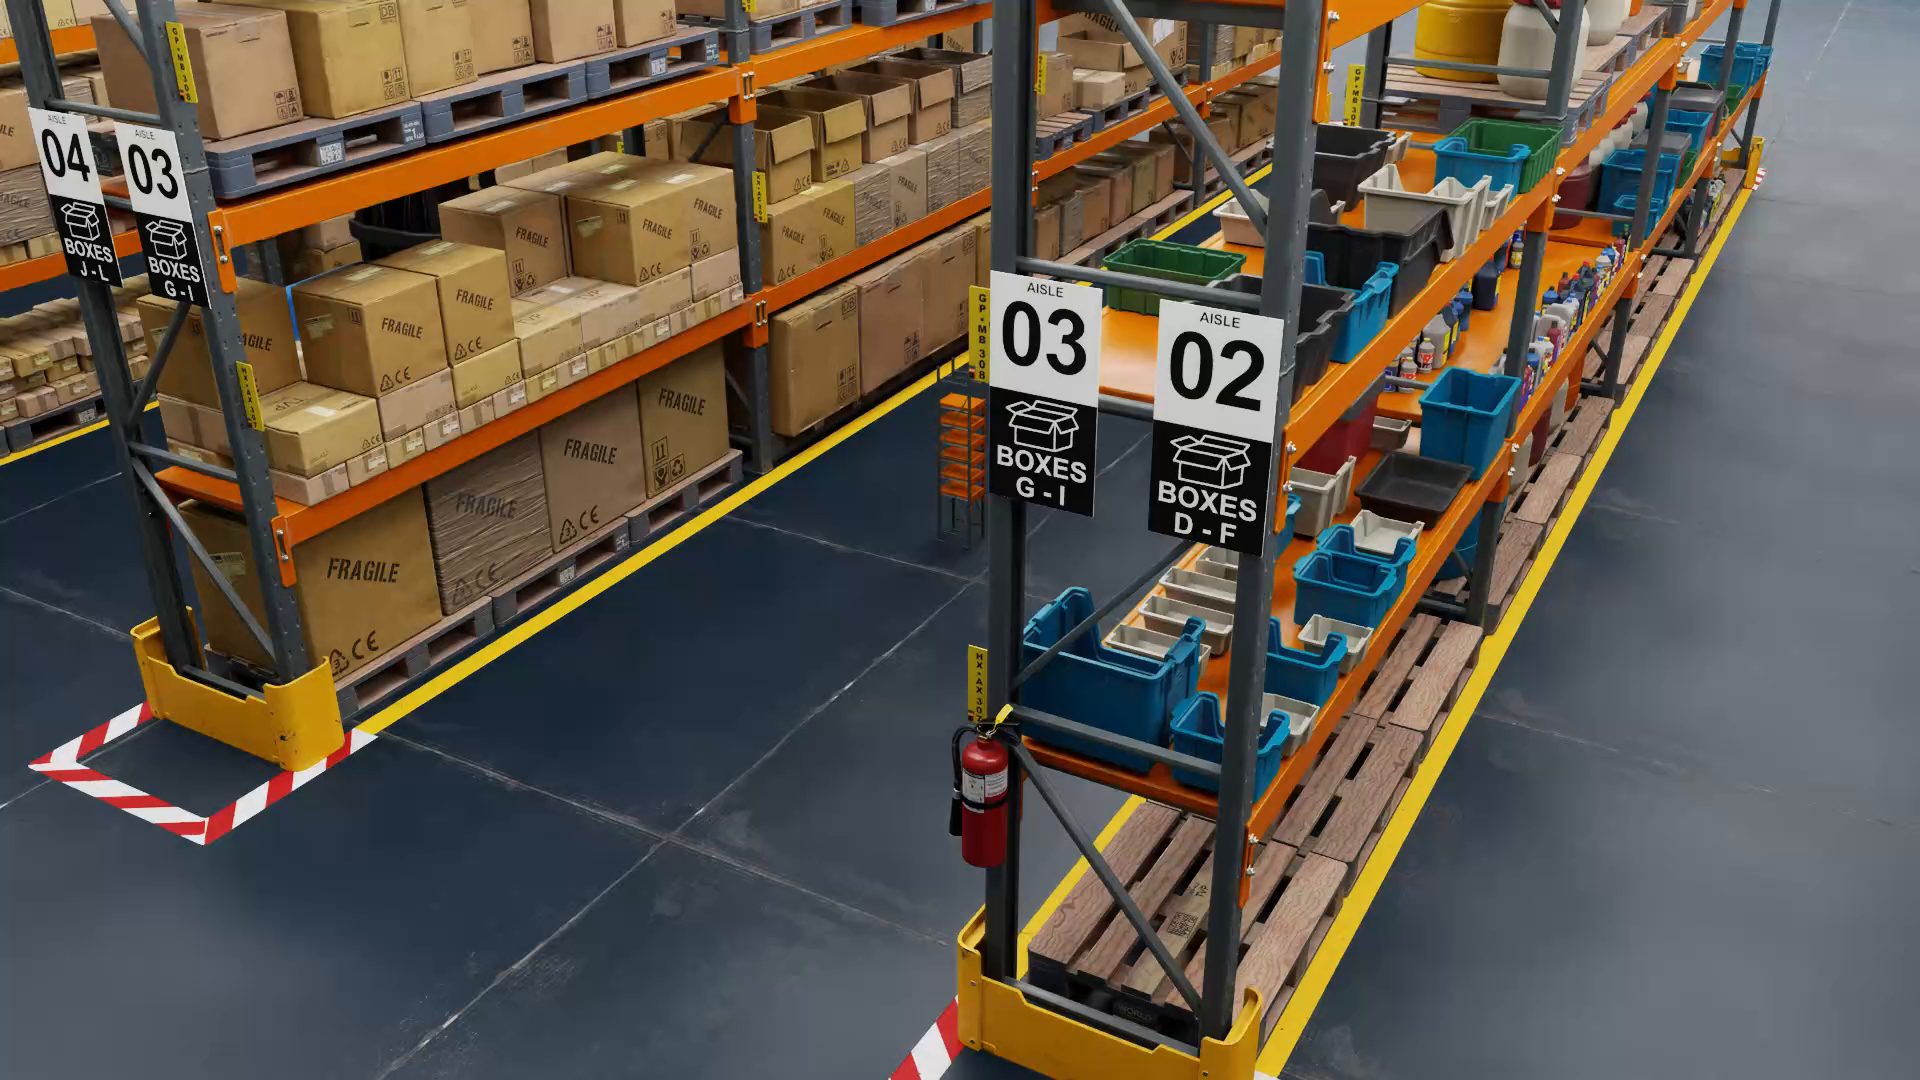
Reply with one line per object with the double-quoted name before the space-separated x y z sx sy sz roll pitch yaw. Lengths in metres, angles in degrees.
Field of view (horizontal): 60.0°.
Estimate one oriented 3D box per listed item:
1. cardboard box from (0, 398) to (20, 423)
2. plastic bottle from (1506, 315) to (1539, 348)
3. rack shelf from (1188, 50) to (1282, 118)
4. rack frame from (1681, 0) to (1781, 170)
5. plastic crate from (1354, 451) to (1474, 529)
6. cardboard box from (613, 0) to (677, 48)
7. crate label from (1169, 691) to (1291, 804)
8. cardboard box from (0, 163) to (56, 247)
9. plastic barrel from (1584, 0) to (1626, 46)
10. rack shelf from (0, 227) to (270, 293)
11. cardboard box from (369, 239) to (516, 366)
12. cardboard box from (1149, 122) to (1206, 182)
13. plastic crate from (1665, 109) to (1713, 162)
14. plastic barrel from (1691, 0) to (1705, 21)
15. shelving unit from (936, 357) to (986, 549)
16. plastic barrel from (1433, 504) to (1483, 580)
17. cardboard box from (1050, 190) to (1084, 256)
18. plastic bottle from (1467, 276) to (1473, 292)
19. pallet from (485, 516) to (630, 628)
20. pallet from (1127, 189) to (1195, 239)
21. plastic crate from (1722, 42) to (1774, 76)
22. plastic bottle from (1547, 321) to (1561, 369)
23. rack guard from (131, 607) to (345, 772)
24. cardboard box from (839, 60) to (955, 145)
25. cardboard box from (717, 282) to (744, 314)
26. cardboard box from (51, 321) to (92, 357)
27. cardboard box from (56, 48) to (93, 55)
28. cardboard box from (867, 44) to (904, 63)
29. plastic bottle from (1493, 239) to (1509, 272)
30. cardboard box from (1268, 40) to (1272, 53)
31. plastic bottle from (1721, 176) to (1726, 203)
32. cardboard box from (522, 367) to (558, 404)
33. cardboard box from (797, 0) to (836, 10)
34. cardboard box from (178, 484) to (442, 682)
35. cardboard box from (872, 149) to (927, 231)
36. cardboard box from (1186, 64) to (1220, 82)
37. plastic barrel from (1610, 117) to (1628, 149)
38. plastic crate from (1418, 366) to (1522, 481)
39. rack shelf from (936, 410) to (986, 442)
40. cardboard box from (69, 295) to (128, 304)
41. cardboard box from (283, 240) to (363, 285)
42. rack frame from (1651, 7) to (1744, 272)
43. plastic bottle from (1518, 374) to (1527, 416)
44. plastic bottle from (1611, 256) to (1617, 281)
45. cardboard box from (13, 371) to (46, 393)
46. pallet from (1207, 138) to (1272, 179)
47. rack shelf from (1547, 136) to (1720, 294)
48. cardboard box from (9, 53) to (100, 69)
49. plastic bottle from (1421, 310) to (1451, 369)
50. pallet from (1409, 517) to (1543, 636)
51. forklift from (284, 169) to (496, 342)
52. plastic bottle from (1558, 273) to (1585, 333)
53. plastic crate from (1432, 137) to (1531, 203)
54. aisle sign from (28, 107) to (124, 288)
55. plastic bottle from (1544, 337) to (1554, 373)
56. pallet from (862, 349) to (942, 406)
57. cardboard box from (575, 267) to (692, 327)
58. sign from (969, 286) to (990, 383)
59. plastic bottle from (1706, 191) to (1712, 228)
"cardboard box" -7.046 -0.955 12.022 0.380 0.149 0.250 14 30 26
"plastic bottle" 3.412 -1.266 10.066 0.152 0.276 0.135 14 30 26
"rack shelf" 3.136 -5.497 19.183 1.077 0.370 4.000 14 30 26
"rack frame" 8.432 -5.507 18.400 1.000 3.000 0.127 14 30 26
"plastic crate" 2.212 -0.239 8.116 0.437 0.125 0.590 14 30 26
"cardboard box" -2.116 -3.221 9.791 0.700 0.500 0.500 12 29 23
"crate label" 0.969 0.753 6.015 0.416 0.233 0.303 14 30 26
"cardboard box" -6.820 -2.388 11.725 0.500 0.500 0.500 13 30 25
"plastic barrel" 3.756 -3.255 9.930 0.433 0.535 0.433 0 27 0
"rack shelf" -7.036 -1.952 12.101 1.077 0.370 4.000 14 30 26
"cardboard box" -2.784 -1.289 8.972 0.500 0.500 0.500 13 30 25
"cardboard box" 2.384 -4.256 18.224 0.500 0.500 0.500 13 29 25
"plastic crate" 6.193 -3.443 14.294 0.392 0.384 0.575 14 30 26
"plastic barrel" 5.090 -4.227 11.932 0.600 0.901 0.600 0 27 0
"shelving unit" 0.007 -0.542 10.493 0.258 1.200 0.189 14 30 26
"plastic barrel" 2.812 -0.288 9.850 0.600 0.901 0.708 14 30 26
"cardboard box" 0.759 -3.043 15.780 0.700 0.500 0.500 12 29 22
"plastic bottle" 3.238 -1.668 10.786 0.144 0.351 0.185 14 30 26
"pallet" -2.825 0.082 10.350 1.003 0.211 1.213 14 30 26
"pallet" 1.771 -3.488 17.482 1.003 0.211 1.213 14 30 26
"plastic crate" 8.447 -5.180 17.912 0.499 0.251 0.616 14 30 26
"plastic bottle" 3.518 -1.173 9.873 0.061 0.283 0.133 14 30 26
"rack guard" -3.763 0.765 8.663 1.175 0.500 0.348 14 30 26
"cardboard box" -0.512 -3.438 13.036 0.797 0.503 0.637 15 30 27
"cardboard box" -1.648 -1.618 10.911 0.380 0.149 0.250 14 30 26
"cardboard box" -6.578 -1.511 12.469 0.380 0.149 0.250 13 29 24
"cardboard box" -9.199 -4.967 16.930 0.500 0.250 0.500 13 29 25
"cardboard box" -1.306 -5.990 21.269 0.875 0.875 0.875 14 30 26
"plastic bottle" 3.747 -2.001 11.541 0.097 0.271 0.097 0 27 0
"cardboard box" 3.330 -5.639 18.944 0.380 0.149 0.250 14 30 26
"plastic bottle" 7.869 -3.627 17.188 0.061 0.283 0.133 15 30 27
"cardboard box" -2.533 -0.915 9.508 0.380 0.149 0.250 13 30 25
"cardboard box" -1.165 -3.818 11.306 0.500 0.311 0.500 13 29 24
"cardboard box" -3.506 0.133 9.038 0.875 0.875 0.875 14 30 26
"cardboard box" -0.596 -2.684 12.648 0.500 0.500 0.500 15 30 27
"cardboard box" 2.520 -4.944 17.556 0.380 0.149 0.250 14 30 26
"plastic barrel" 5.229 -3.230 13.699 0.433 0.535 0.433 0 27 0
"plastic crate" 2.596 -0.593 8.534 0.392 0.384 0.575 14 30 26
"rack shelf" 0.007 -0.717 10.405 0.258 0.103 0.180 14 30 26
"cardboard box" -6.779 -1.833 13.111 0.380 0.149 0.250 13 30 25
"cardboard box" -5.457 -2.352 14.421 0.500 0.500 0.500 15 30 28
"rack frame" 6.465 -3.948 15.286 1.000 3.000 0.127 14 30 26
"plastic bottle" 3.081 -0.827 9.182 0.061 0.283 0.133 14 30 26
"plastic bottle" 4.435 -1.880 11.377 0.097 0.201 0.097 0 27 0
"cardboard box" -6.945 -1.212 12.203 0.380 0.149 0.250 16 31 29
"pallet" 3.051 -4.539 19.581 1.003 0.211 1.213 14 30 26
"rack shelf" 5.481 -2.847 13.890 1.077 0.370 4.000 14 30 26
"cardboard box" -6.728 -3.350 12.530 0.500 0.500 0.500 13 29 25
"plastic bottle" 2.822 -1.207 9.865 0.144 0.351 0.185 14 30 26
"pallet" 2.945 0.125 10.264 1.003 0.211 1.213 14 30 26
"forklift" -3.822 -2.646 12.762 1.130 2.935 3.031 13 29 24
"plastic bottle" 3.836 -1.493 10.437 0.144 0.351 0.185 14 30 26
"plastic crate" 2.359 -1.672 7.575 0.416 0.233 0.300 14 30 26
"aisle sign" -4.048 -1.563 7.617 0.394 0.787 0.004 14 30 26
"plastic bottle" 3.445 -1.096 9.810 0.097 0.201 0.097 0 27 0
"pallet" -0.870 -1.469 13.448 1.003 0.211 1.213 14 30 26
"cardboard box" -2.024 -1.555 10.340 0.500 0.250 0.500 15 30 28
"sign" 0.074 -0.681 5.525 0.100 0.325 0.005 14 30 26
"plastic bottle" 7.316 -3.257 16.373 0.144 0.351 0.185 13 29 24
